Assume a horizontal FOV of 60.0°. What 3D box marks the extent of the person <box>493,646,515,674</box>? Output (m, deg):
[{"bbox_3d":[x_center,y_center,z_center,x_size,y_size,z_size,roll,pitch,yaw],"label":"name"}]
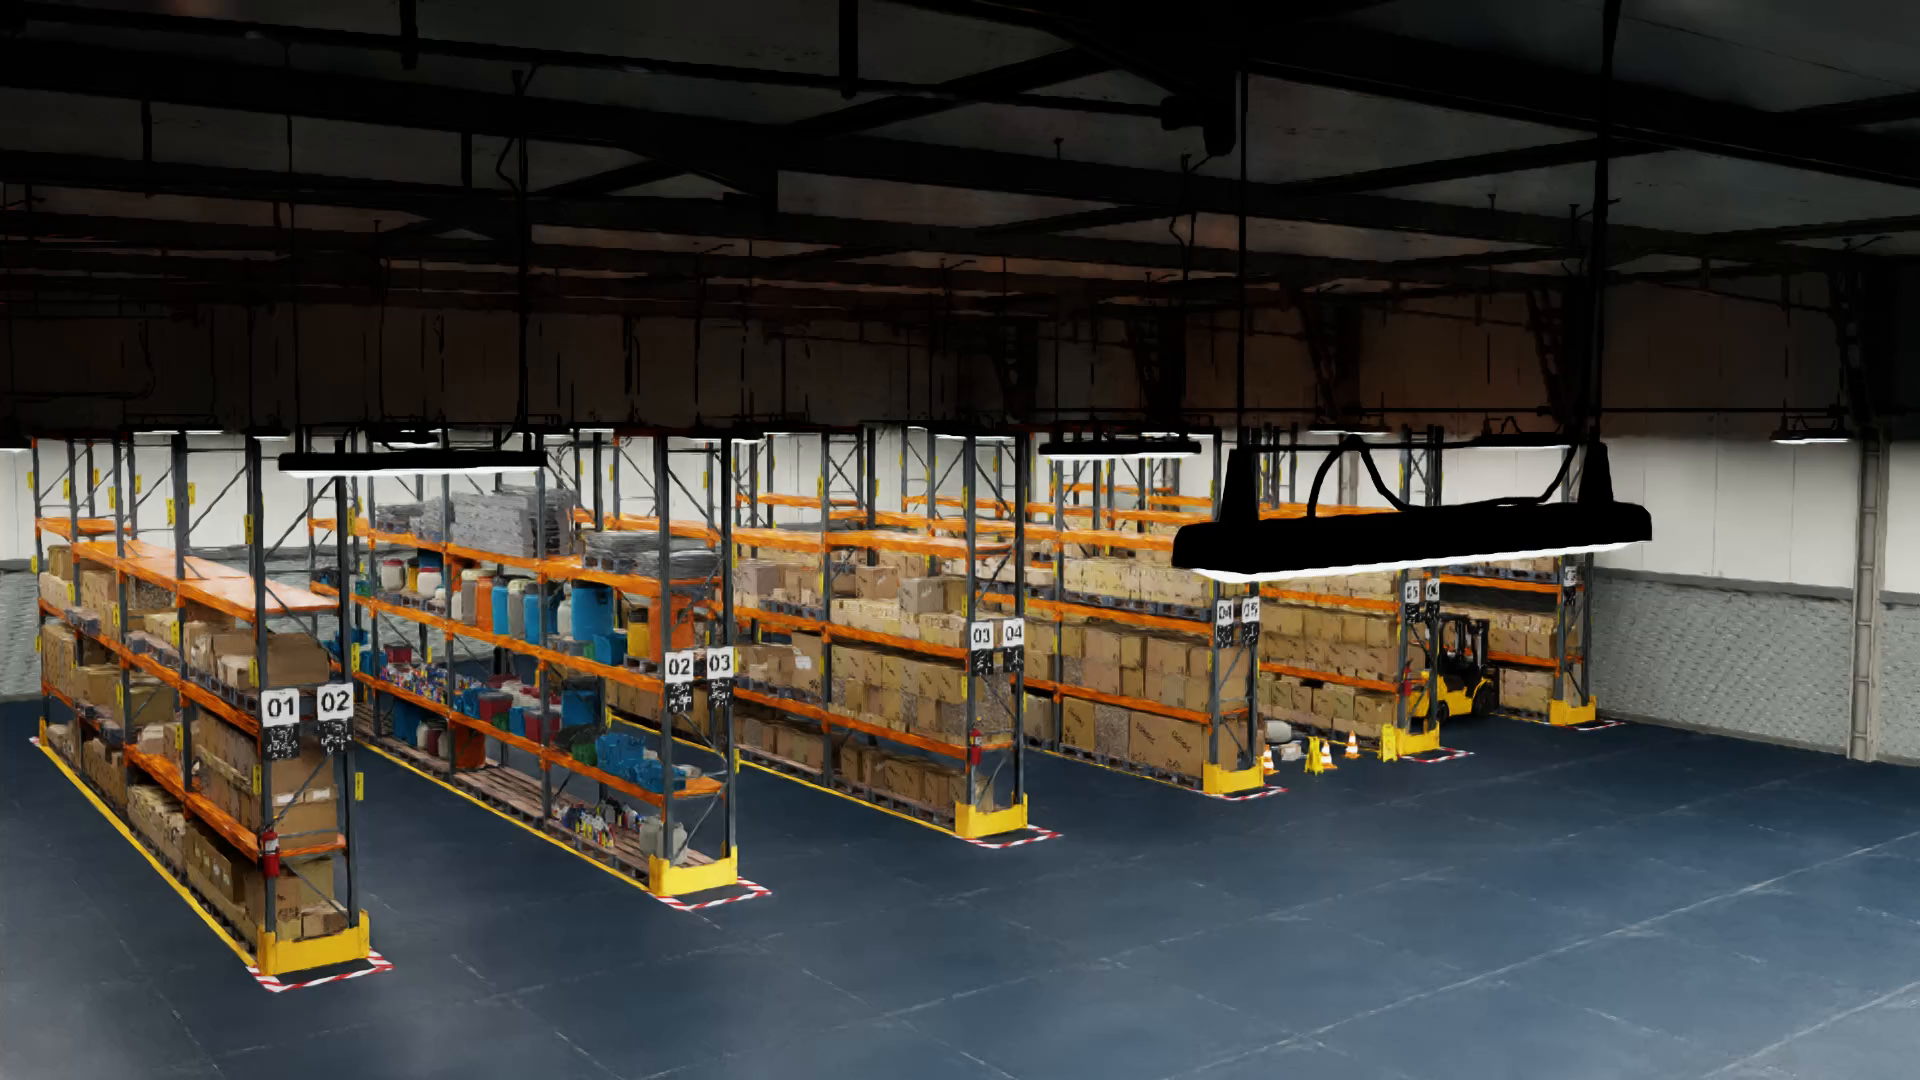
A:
[{"bbox_3d":[-9.315,2.780,34.048,0.627,1.726,0.401,3,5,34],"label":"person"}]
